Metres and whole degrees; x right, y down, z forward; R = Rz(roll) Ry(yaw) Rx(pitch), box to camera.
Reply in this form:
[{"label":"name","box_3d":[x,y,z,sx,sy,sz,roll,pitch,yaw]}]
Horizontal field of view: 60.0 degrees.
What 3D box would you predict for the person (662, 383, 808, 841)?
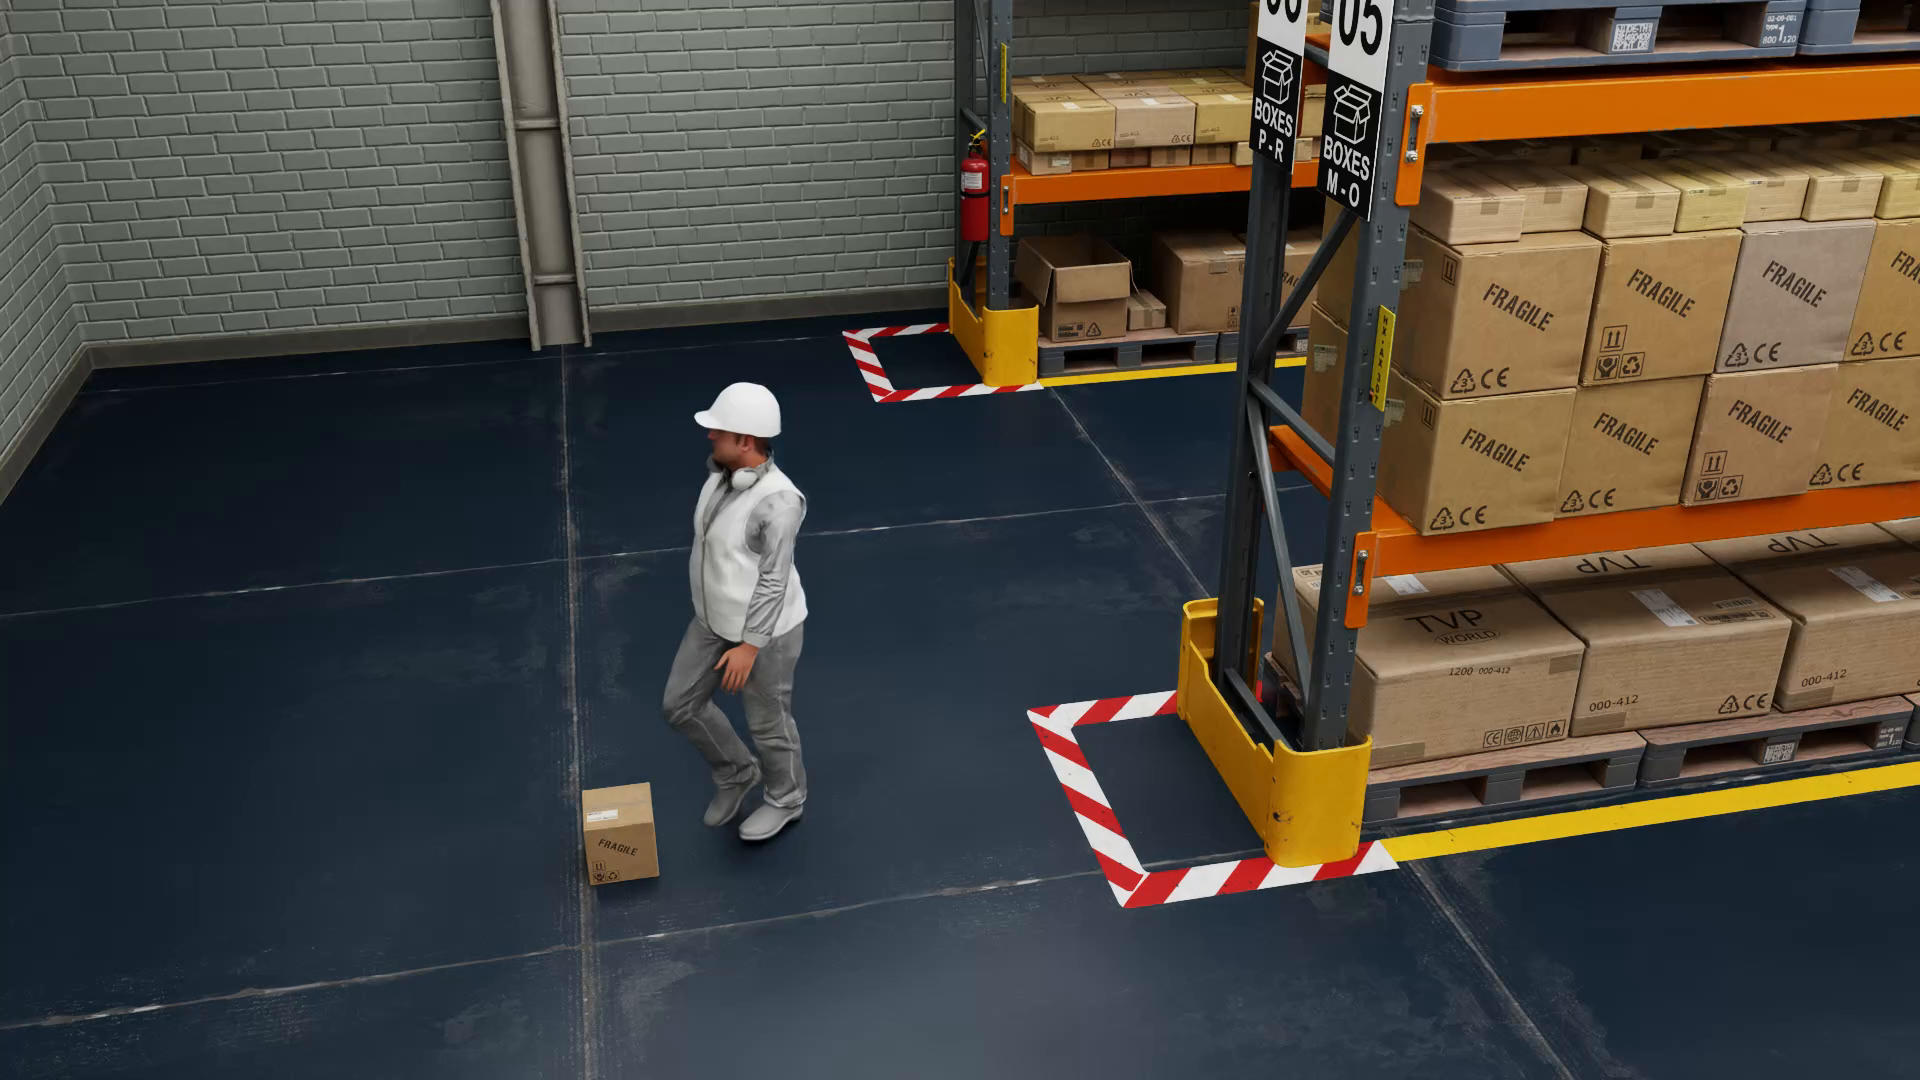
[{"label":"person","box_3d":[-0.801,0.313,5.963,0.483,1.809,0.551,-21,33,-36]}]
